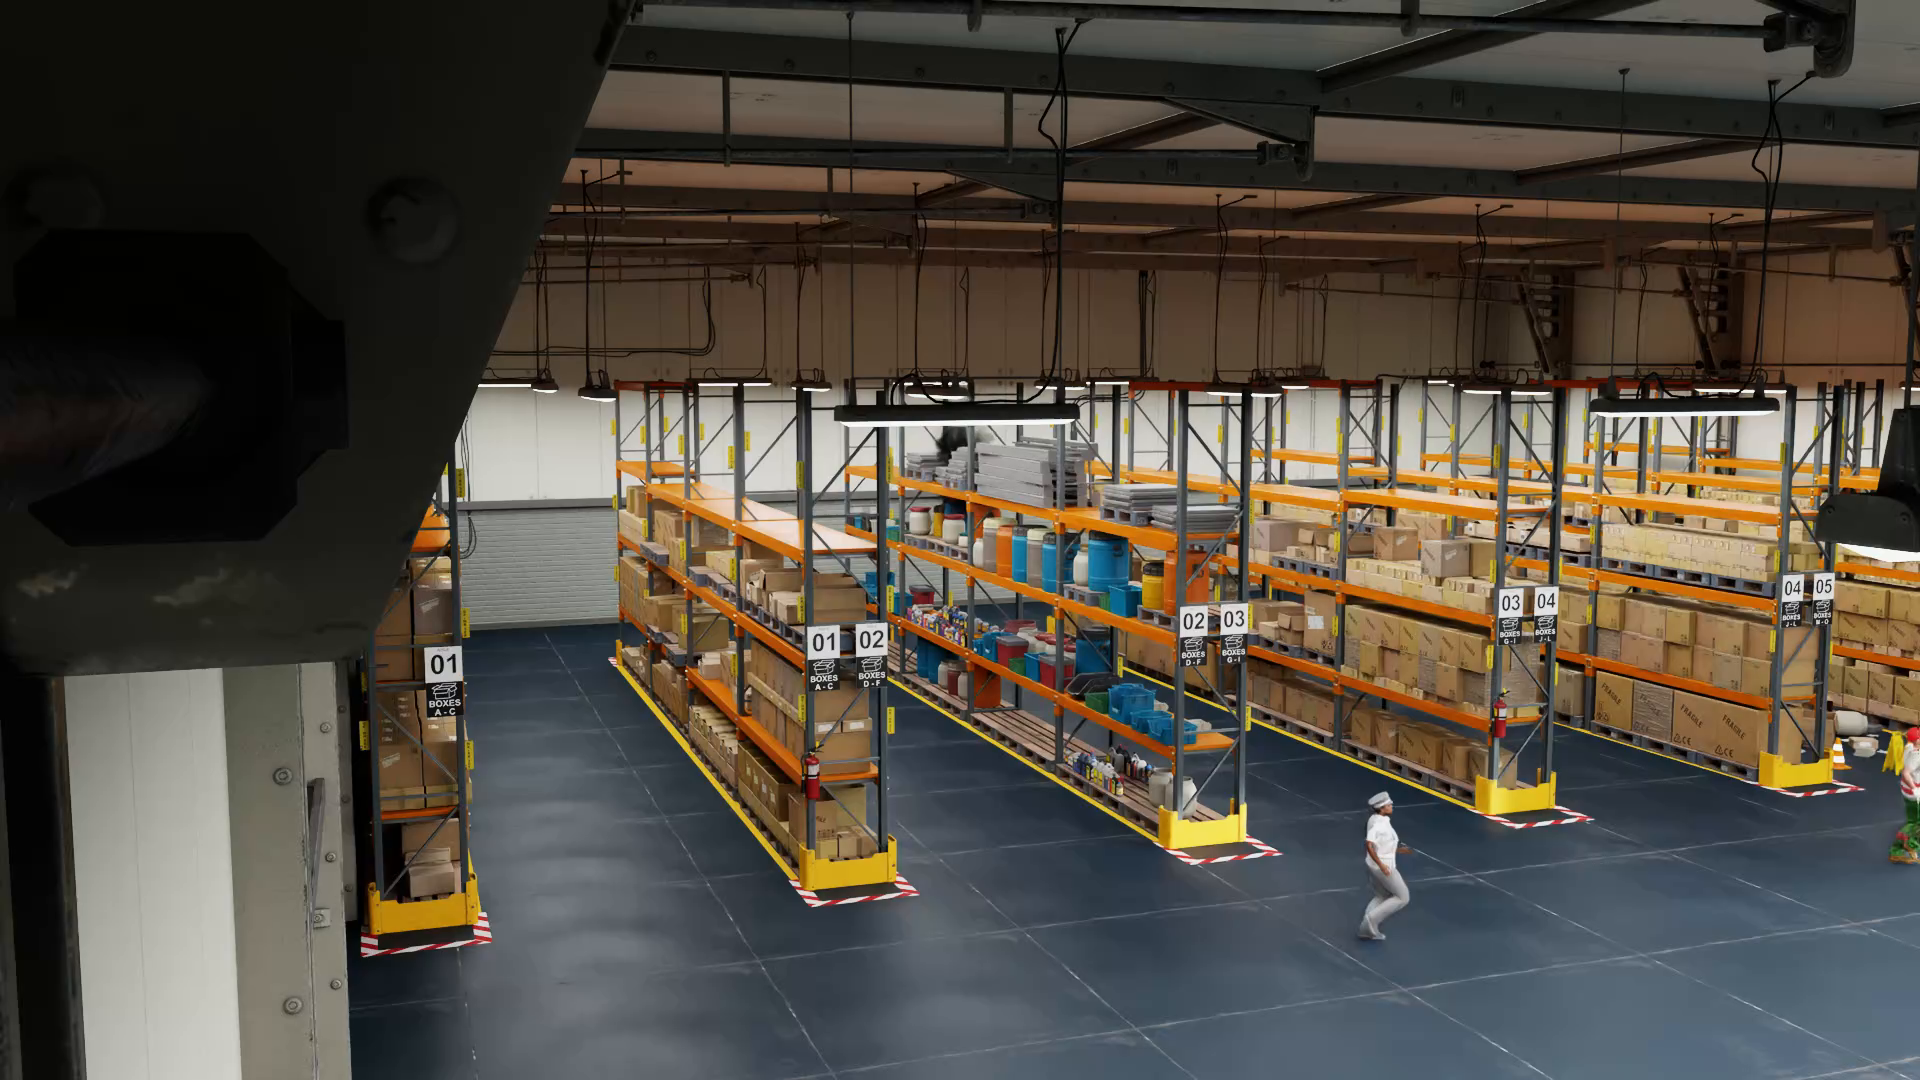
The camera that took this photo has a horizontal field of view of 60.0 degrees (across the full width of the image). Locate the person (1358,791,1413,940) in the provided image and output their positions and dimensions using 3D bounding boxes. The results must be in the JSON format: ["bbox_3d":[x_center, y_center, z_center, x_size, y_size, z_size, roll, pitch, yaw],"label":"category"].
[{"bbox_3d":[4.681,3.575,18.228,0.569,1.659,0.560,0,6,3],"label":"person"}]

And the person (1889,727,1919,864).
[{"bbox_3d":[12.135,3.228,20.987,0.639,1.746,0.653,1,6,14],"label":"person"}]

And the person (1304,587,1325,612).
[{"bbox_3d":[7.528,1.797,34.585,0.662,1.719,0.965,-2,6,-18],"label":"person"}]
